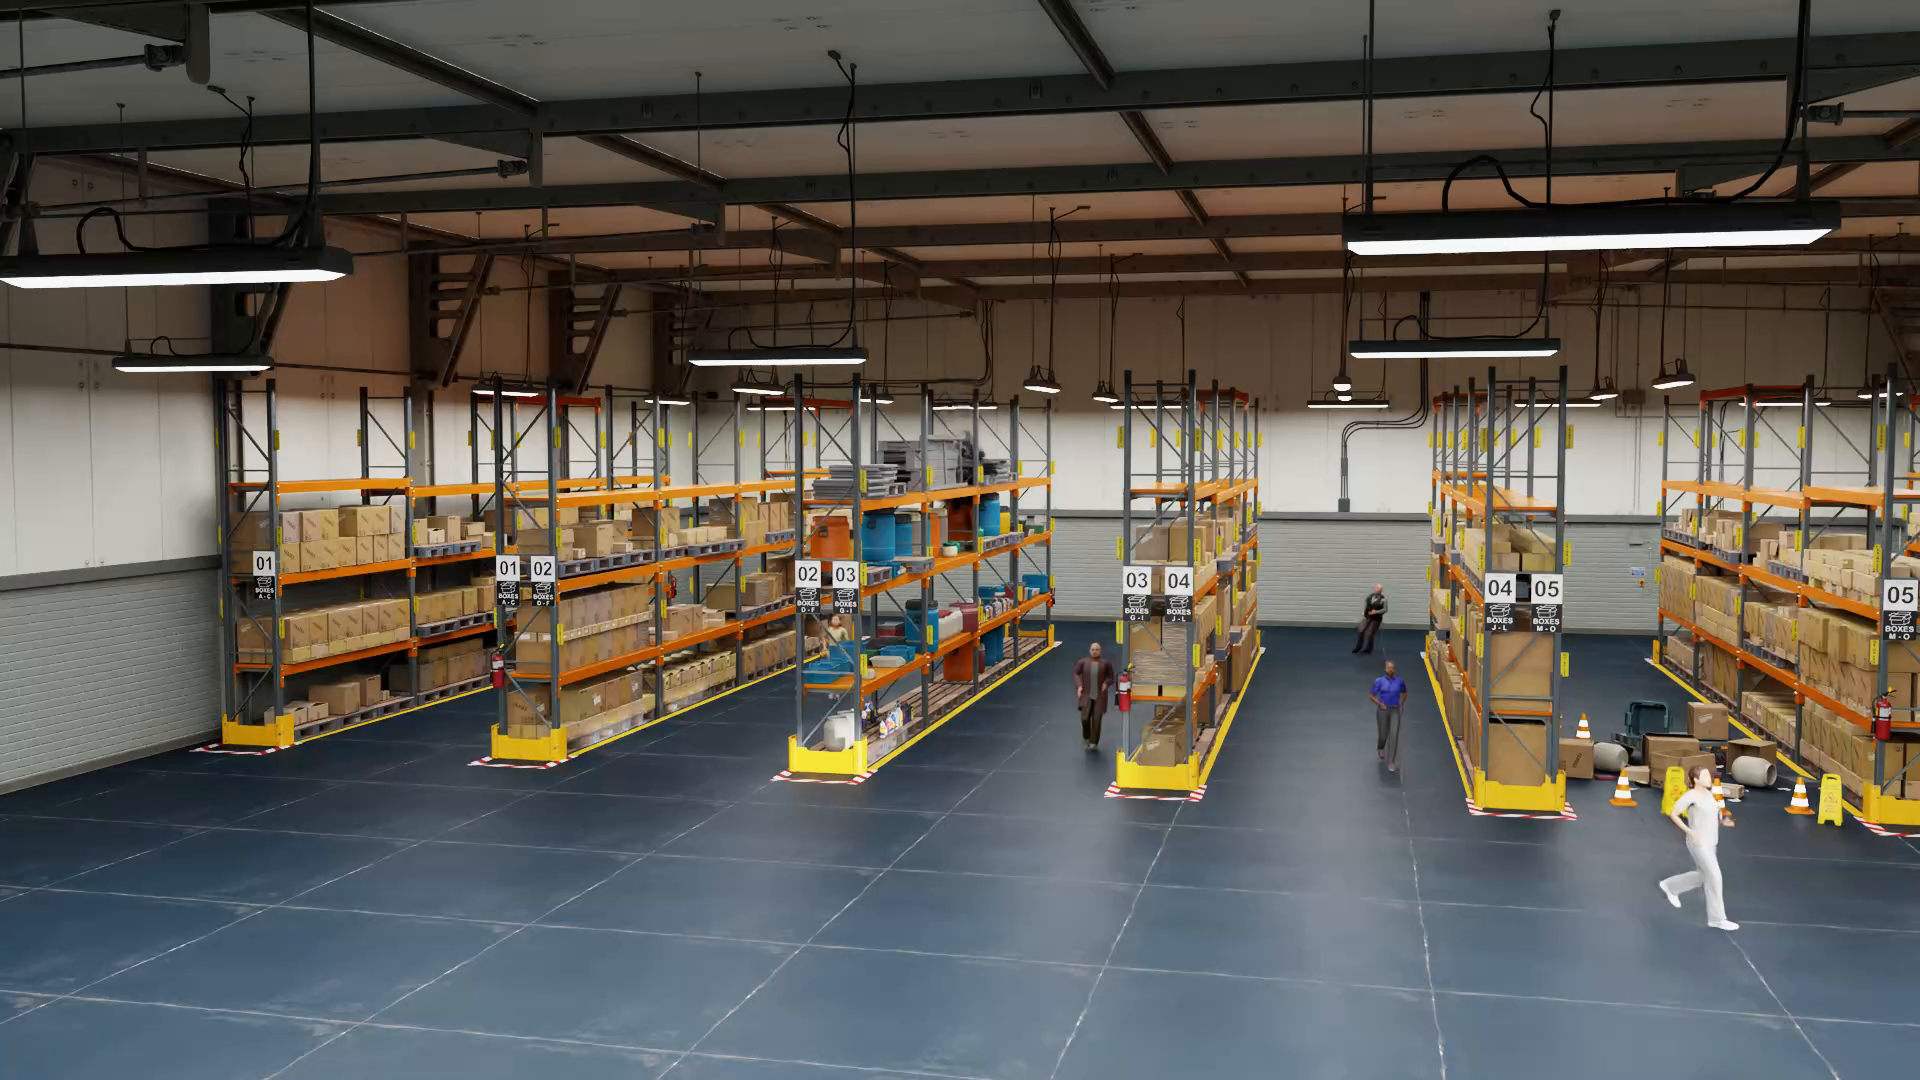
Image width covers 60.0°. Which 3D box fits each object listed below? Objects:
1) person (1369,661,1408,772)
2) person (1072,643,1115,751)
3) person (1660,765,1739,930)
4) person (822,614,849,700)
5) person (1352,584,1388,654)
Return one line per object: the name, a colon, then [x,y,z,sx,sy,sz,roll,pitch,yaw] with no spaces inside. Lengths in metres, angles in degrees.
person: [6.538,2.655,25.336,0.590,1.620,0.847,0,3,6]
person: [2.131,2.532,26.610,0.680,1.740,0.696,0,3,6]
person: [7.639,3.138,17.196,0.576,1.643,0.896,-3,4,-37]
person: [-2.398,2.246,31.975,0.549,1.659,0.656,0,3,1]
person: [9.567,1.852,38.739,0.833,1.665,0.680,3,4,37]
